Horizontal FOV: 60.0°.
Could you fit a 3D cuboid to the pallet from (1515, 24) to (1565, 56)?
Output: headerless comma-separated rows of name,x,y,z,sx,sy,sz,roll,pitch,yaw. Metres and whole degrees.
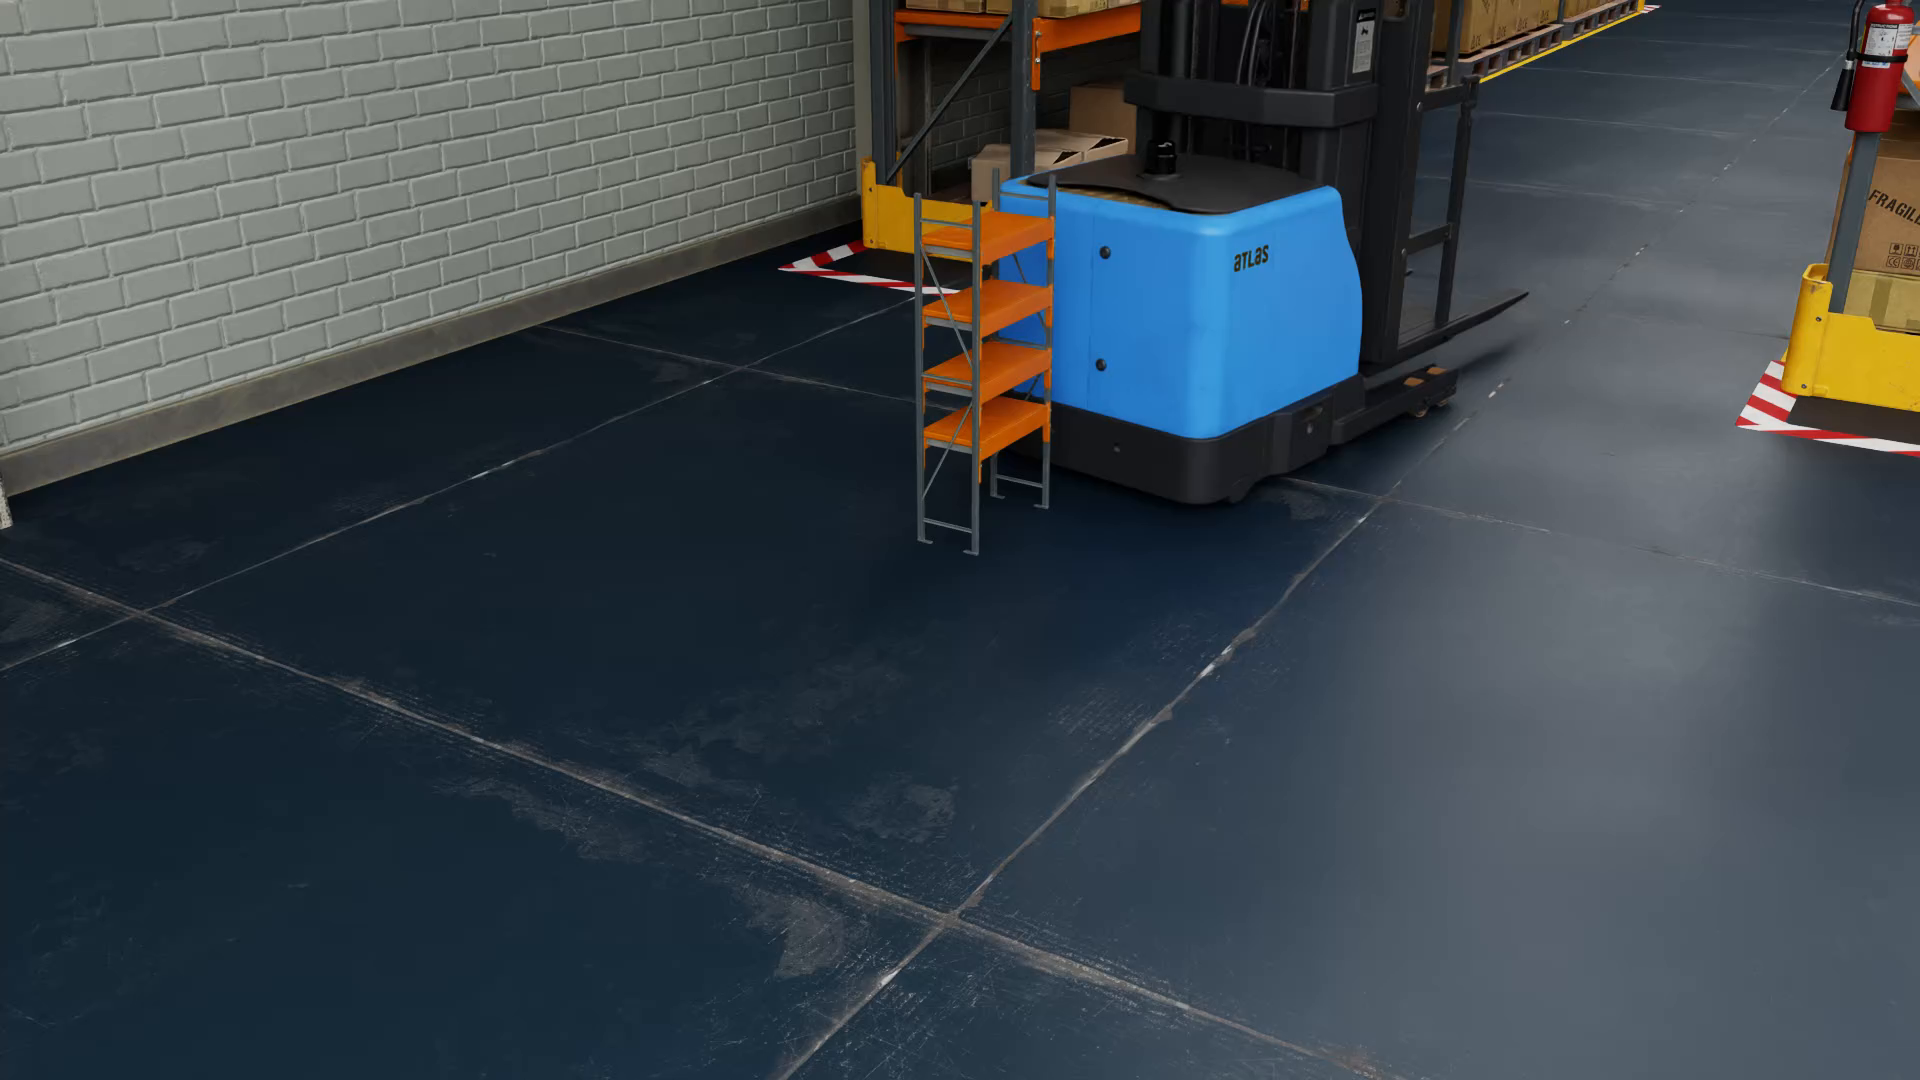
pallet,5.941,-5.498,18.185,1.003,0.211,1.213,14,27,29

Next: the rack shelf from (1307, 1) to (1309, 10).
rack shelf,3.119,-4.699,13.734,1.077,0.370,4.000,14,27,29

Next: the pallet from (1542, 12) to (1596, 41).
pallet,6.752,-6.015,19.378,1.003,0.211,1.213,14,27,29

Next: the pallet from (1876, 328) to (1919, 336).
pallet,4.533,-0.955,7.689,1.003,0.211,1.213,14,27,29

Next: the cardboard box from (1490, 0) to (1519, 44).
cardboard box,5.141,-5.425,16.684,0.750,0.750,0.750,14,27,29

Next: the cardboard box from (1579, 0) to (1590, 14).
cardboard box,7.034,-6.500,19.606,0.700,0.500,0.500,14,27,28

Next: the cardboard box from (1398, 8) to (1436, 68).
cardboard box,3.839,-4.505,14.973,0.700,0.500,0.500,14,27,30

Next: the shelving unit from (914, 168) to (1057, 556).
shelving unit,0.087,-0.606,5.641,0.258,1.200,0.503,14,27,29

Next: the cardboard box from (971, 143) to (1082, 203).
cardboard box,0.396,-2.187,9.856,0.500,0.311,0.500,11,26,23

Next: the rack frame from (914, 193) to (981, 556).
rack frame,-0.041,-0.524,5.450,0.240,1.200,0.015,14,27,29

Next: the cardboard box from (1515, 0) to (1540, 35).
cardboard box,5.585,-5.713,17.349,0.750,0.750,0.750,15,27,31

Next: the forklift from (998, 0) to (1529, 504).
forklift,1.464,-1.974,6.620,1.130,2.935,3.031,20,30,38

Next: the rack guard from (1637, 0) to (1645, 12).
rack guard,8.407,-7.265,21.903,1.175,0.500,0.348,14,27,29

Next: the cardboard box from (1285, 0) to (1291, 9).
cardboard box,2.668,-4.154,13.219,0.500,0.250,0.500,13,27,28

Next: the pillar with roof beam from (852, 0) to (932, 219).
pillar with roof beam,3.246,-5.273,6.602,9.100,9.000,0.400,14,27,29

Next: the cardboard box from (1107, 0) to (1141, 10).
cardboard box,0.743,-3.221,9.578,0.500,0.250,0.500,13,27,27

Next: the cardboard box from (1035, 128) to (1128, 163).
cardboard box,0.696,-2.379,10.301,0.500,0.311,0.500,16,28,33

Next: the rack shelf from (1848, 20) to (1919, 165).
rack shelf,5.220,-2.312,8.221,1.077,0.370,4.000,14,27,29

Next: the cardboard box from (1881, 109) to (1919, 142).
cardboard box,4.710,-1.826,8.181,0.500,0.500,0.500,14,27,29

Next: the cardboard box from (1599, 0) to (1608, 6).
cardboard box,7.581,-6.854,20.424,0.700,0.500,0.500,13,27,27

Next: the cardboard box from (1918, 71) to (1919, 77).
cardboard box,4.422,-2.168,6.856,0.700,0.500,0.500,14,27,29

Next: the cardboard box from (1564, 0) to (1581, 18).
cardboard box,6.766,-6.331,19.216,0.700,0.500,0.500,14,27,30

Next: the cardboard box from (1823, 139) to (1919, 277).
cardboard box,4.195,-1.486,7.395,0.500,0.500,0.500,14,27,29

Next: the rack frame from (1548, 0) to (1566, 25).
rack frame,6.284,-7.054,18.269,1.000,3.000,0.127,14,27,29

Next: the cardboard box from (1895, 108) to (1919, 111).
cardboard box,4.975,-1.995,8.570,0.500,0.500,0.500,14,27,29

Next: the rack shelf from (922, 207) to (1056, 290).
rack shelf,0.087,-0.967,5.485,0.258,0.148,0.480,14,27,29

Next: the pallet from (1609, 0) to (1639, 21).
pallet,8.039,-6.838,21.281,1.003,0.211,1.213,14,27,29

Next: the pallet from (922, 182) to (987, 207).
pallet,0.453,-2.017,10.143,1.003,0.211,1.213,14,27,29

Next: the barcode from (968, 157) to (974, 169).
barcode,0.065,-2.281,10.062,0.001,0.075,0.075,14,27,29

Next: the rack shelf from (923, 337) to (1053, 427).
rack shelf,0.087,-0.545,5.667,0.258,0.148,0.480,14,27,29

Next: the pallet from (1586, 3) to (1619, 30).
pallet,7.394,-6.428,20.333,1.003,0.211,1.213,14,27,29

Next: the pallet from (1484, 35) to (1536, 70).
pallet,5.298,-5.085,17.230,1.003,0.211,1.213,14,27,29

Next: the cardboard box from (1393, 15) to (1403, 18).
cardboard box,3.468,-4.356,14.628,0.700,0.500,0.500,14,27,29

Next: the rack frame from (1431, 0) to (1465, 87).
rack frame,4.174,-5.704,15.151,1.000,3.000,0.127,14,27,29

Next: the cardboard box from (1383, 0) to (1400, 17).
cardboard box,3.485,-4.670,14.410,0.500,0.250,0.500,14,27,30

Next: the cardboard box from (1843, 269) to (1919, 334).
cardboard box,4.197,-1.141,7.543,0.500,0.250,0.500,14,27,29

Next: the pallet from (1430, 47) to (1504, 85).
pallet,4.654,-4.675,16.283,1.003,0.211,1.213,14,27,29

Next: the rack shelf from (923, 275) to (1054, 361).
rack shelf,0.087,-0.750,5.579,0.258,0.148,0.480,14,27,29

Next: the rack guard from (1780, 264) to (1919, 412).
rack guard,4.152,-0.812,6.996,1.175,0.500,0.348,14,27,29

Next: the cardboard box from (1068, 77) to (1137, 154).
cardboard box,1.126,-2.703,10.811,0.700,0.500,0.500,12,26,26

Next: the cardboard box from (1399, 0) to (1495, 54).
cardboard box,4.674,-5.131,16.004,0.750,0.750,0.750,13,27,28

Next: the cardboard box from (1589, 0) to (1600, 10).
cardboard box,7.306,-6.672,20.005,0.700,0.500,0.500,15,27,30

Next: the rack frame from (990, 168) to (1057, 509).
rack frame,0.216,-0.689,5.831,0.240,1.200,0.015,14,27,29

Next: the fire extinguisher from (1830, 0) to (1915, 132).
fire extinguisher,3.708,-1.989,6.667,0.296,0.674,0.183,14,27,29

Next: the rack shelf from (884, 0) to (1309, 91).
rack shelf,1.009,-3.349,10.616,1.077,0.370,4.000,14,27,29

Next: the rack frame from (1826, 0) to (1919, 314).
rack frame,4.165,-1.967,6.519,1.000,3.000,0.127,14,27,29

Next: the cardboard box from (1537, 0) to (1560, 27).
cardboard box,6.052,-6.014,18.043,0.750,0.750,0.750,14,27,30

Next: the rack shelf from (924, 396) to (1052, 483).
rack shelf,0.087,-0.363,5.746,0.258,0.148,0.480,14,27,29

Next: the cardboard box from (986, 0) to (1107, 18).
cardboard box,0.481,-3.043,9.166,0.500,0.250,0.500,13,27,27

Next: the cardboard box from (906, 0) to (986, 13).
cardboard box,0.036,-3.143,9.398,0.500,0.250,0.500,14,27,30

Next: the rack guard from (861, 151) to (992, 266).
rack guard,-0.006,-1.883,9.469,1.175,0.500,0.348,14,27,29

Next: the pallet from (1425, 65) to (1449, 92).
pallet,3.761,-4.161,15.096,1.003,0.211,1.213,14,27,29

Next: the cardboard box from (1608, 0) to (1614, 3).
cardboard box,7.846,-7.024,20.817,0.700,0.500,0.500,14,27,29

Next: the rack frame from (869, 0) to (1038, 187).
rack frame,-0.046,-3.004,8.914,1.000,3.000,0.127,14,27,29
